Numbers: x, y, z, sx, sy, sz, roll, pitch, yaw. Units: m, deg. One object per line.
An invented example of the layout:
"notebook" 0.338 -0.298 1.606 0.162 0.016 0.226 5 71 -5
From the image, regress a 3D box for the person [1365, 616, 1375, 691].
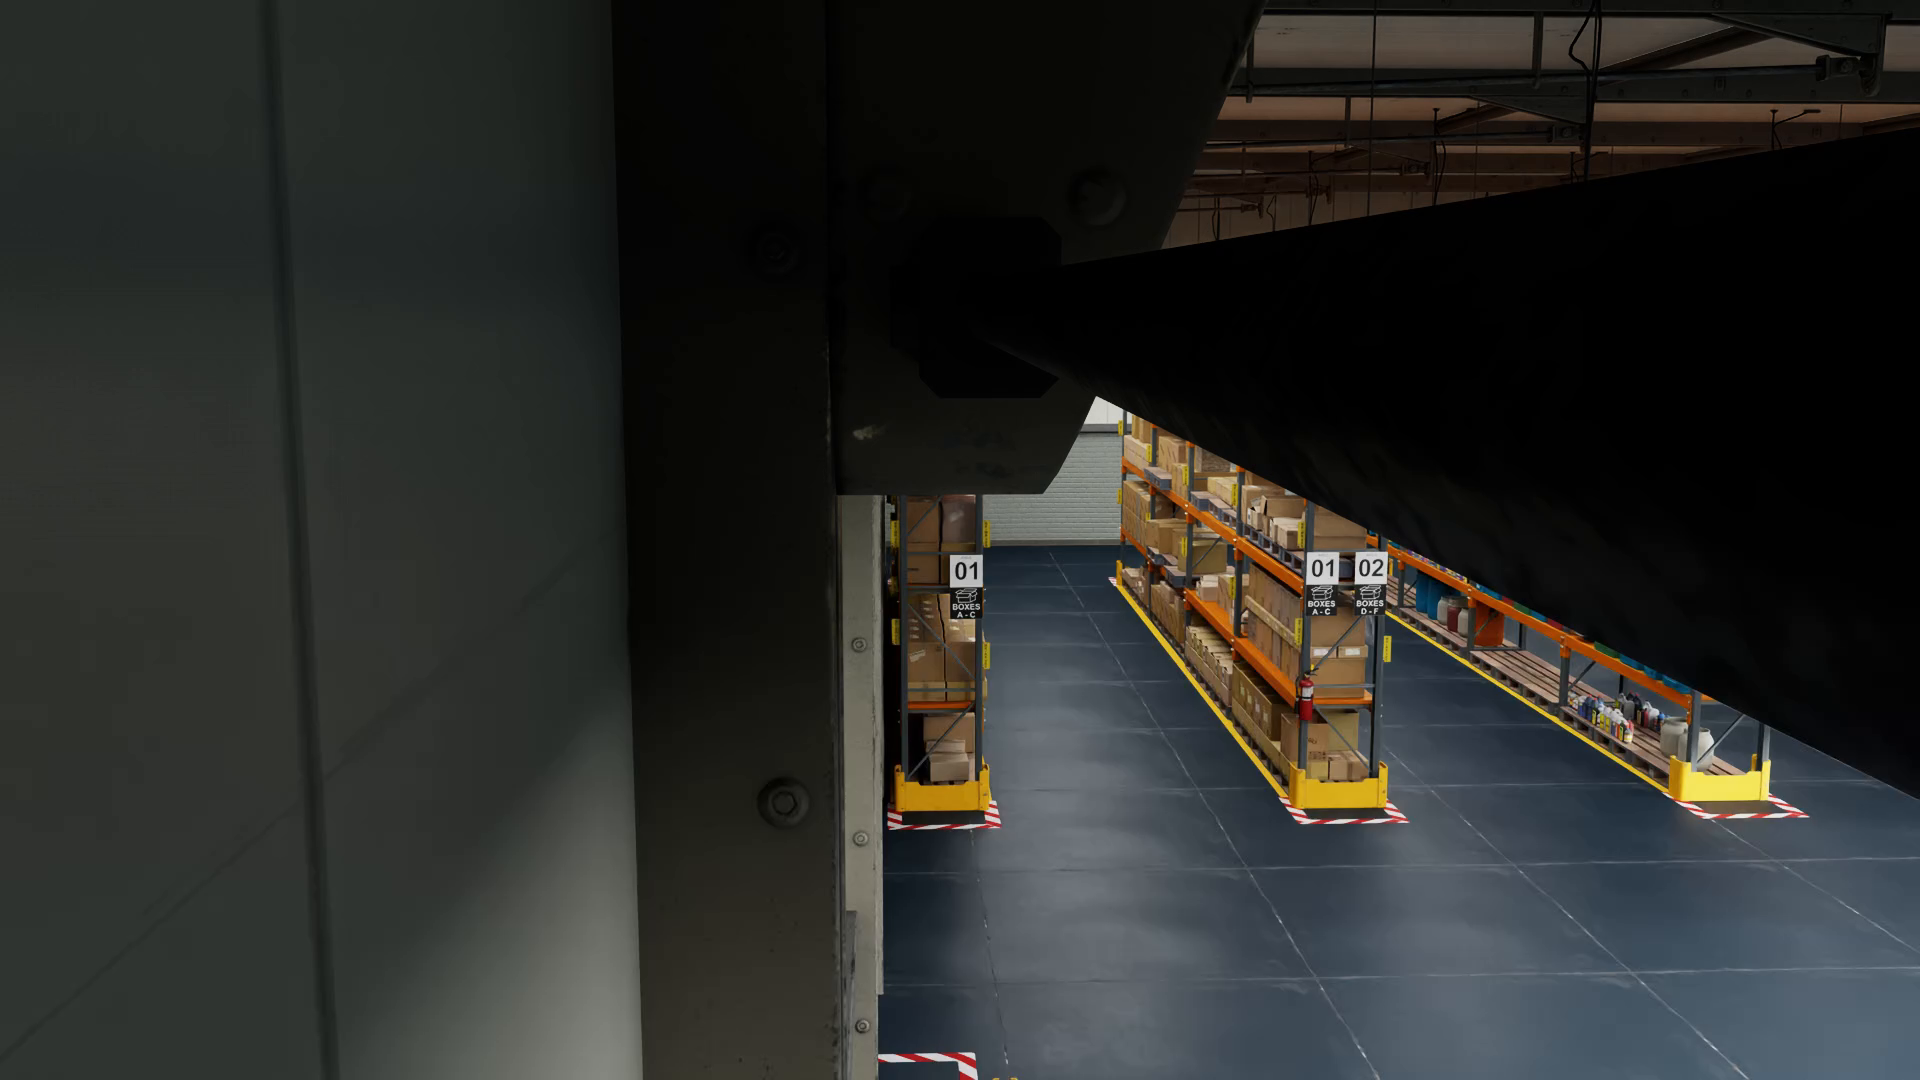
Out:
"person" 6.476 1.562 26.795 0.458 1.616 1.052 -2 9 -12
